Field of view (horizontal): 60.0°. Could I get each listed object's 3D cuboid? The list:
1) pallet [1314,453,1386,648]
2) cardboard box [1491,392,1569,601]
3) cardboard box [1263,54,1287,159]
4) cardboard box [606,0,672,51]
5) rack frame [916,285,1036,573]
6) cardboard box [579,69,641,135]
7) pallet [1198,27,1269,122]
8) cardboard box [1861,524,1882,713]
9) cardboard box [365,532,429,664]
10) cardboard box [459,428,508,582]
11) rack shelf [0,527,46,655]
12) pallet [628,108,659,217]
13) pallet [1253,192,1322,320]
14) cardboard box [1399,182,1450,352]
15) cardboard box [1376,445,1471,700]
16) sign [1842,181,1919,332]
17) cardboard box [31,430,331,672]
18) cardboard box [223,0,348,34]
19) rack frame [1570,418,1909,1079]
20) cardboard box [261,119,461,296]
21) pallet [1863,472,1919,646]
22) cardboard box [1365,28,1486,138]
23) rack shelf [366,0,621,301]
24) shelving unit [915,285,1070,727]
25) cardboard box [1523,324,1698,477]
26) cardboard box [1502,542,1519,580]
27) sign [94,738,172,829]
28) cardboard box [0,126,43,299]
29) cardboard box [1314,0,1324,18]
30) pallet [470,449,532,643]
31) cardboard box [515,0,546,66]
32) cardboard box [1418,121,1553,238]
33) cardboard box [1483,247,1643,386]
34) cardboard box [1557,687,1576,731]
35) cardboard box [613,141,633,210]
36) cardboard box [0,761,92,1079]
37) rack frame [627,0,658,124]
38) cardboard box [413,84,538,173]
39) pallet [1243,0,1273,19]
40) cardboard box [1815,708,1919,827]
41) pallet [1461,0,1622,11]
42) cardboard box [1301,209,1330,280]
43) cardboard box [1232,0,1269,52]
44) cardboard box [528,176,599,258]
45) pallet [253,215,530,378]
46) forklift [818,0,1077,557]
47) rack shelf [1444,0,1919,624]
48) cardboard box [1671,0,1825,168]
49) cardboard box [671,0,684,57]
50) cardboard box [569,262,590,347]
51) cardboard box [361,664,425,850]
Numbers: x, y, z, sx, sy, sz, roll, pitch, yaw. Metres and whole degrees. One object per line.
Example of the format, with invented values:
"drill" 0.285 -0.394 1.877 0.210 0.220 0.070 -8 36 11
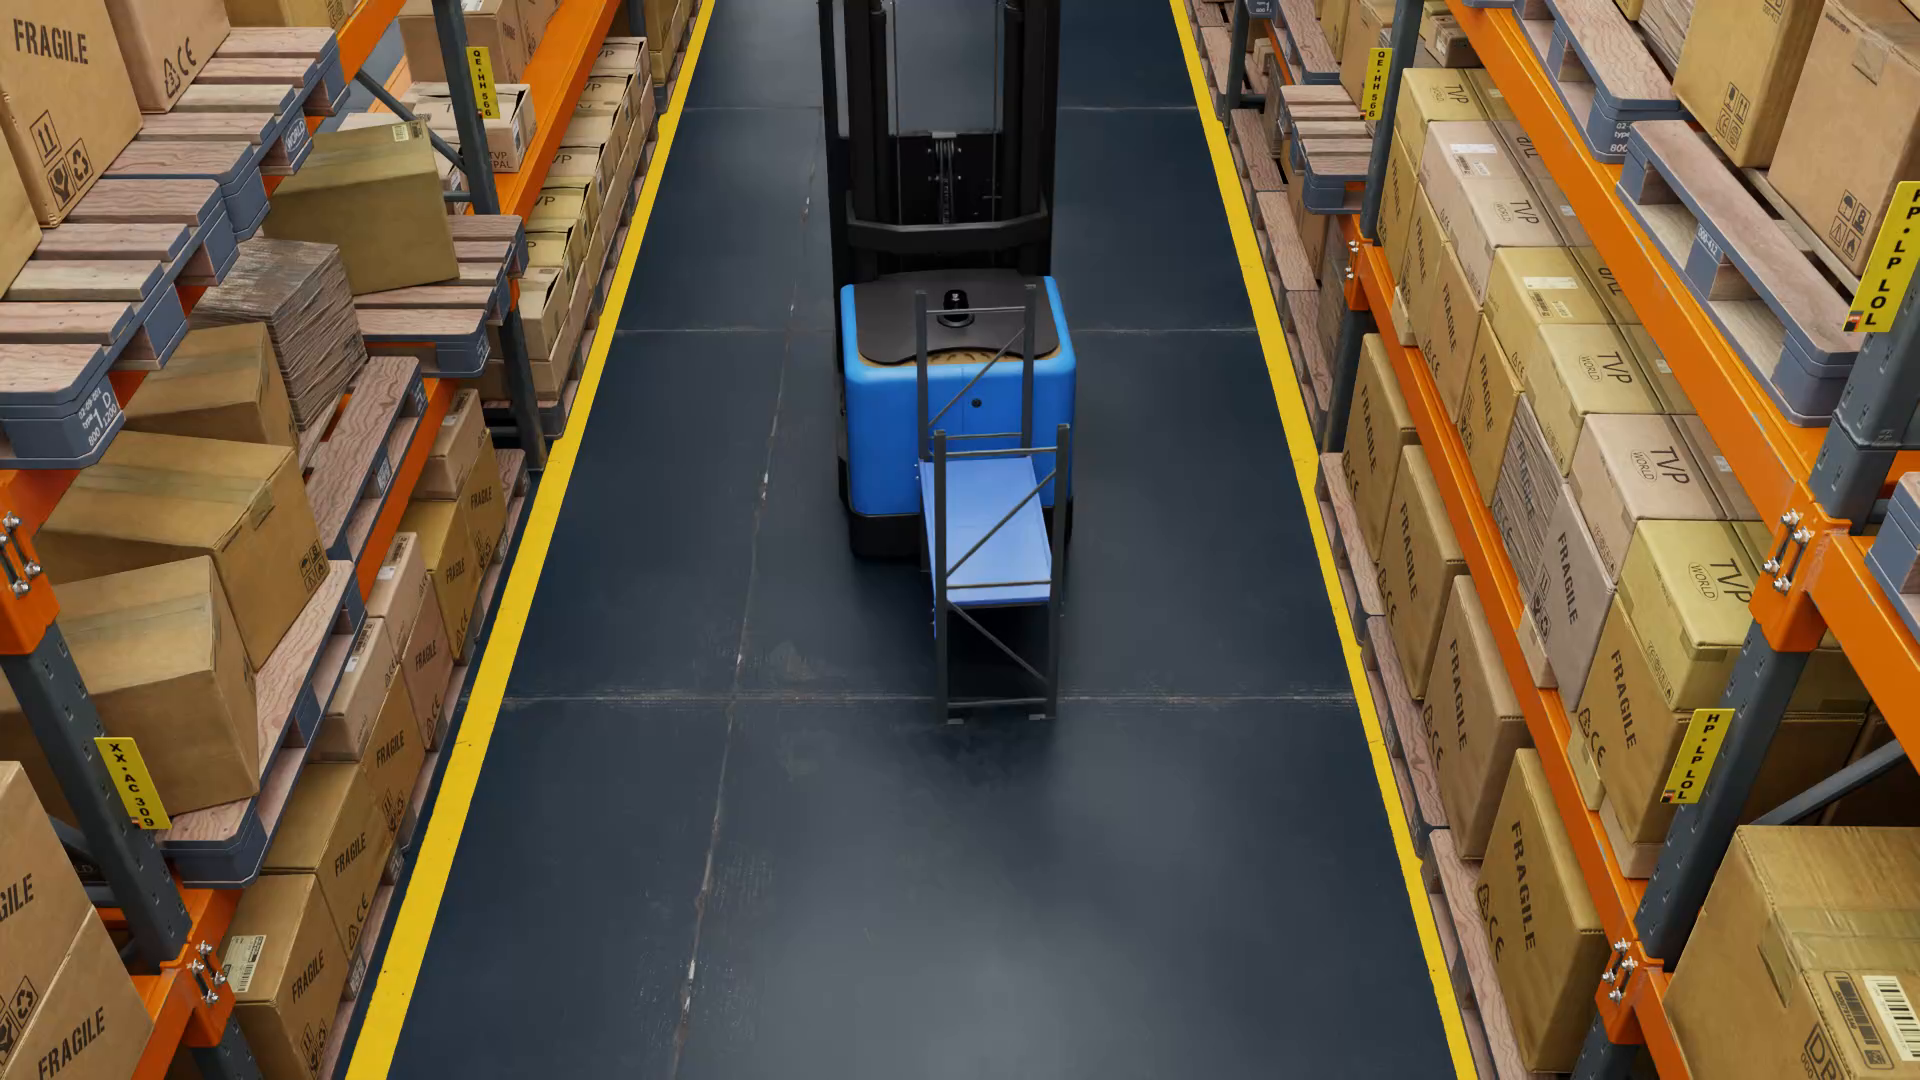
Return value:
"pallet" 2.270 0.026 7.794 1.003 0.211 1.213 0 39 0
"cardboard box" 2.094 -0.138 5.436 0.500 0.500 0.500 0 39 0
"cardboard box" 2.357 -2.793 10.729 0.700 0.500 0.500 1 39 1
"cardboard box" -2.301 -3.724 11.508 0.500 0.500 0.500 0 39 0
"rack frame" 0.066 -0.454 7.363 0.500 1.500 0.032 -3 39 -4
"cardboard box" -2.320 -2.782 10.483 0.500 0.311 0.500 1 39 1
"pallet" 2.304 -3.388 12.055 1.003 0.211 1.213 0 39 0
"cardboard box" 2.609 0.203 4.410 0.500 0.250 0.500 1 39 1
"cardboard box" -2.364 0.222 6.368 0.500 0.250 0.500 -1 39 -1
"cardboard box" -2.373 -0.161 7.445 0.500 0.500 0.500 1 39 2
"rack shelf" -2.602 1.313 2.135 1.077 0.370 4.000 0 39 0
"pallet" -2.574 -2.502 10.949 1.003 0.211 1.213 0 39 0
"pallet" 2.347 -1.717 9.969 1.003 0.211 1.213 0 39 0
"cardboard box" 2.080 -1.087 6.619 0.500 0.500 0.500 1 39 1
"cardboard box" 2.209 0.128 6.821 0.750 0.750 0.750 0 39 0
"sign" 1.807 -0.542 3.210 0.100 0.325 0.005 0 39 0
"cardboard box" -2.446 0.023 5.153 0.700 0.500 0.500 6 39 7
"cardboard box" -2.574 -1.842 5.417 0.910 0.500 0.500 0 39 0
"rack frame" 2.349 0.946 4.416 1.000 3.000 0.127 0 39 0
"cardboard box" -2.496 -1.358 6.876 0.700 0.500 0.500 -12 40 -15
"pallet" 2.340 0.322 2.867 1.003 0.211 1.213 0 39 0
"cardboard box" 2.334 -2.060 7.735 0.700 0.500 0.500 -4 39 -5
"rack shelf" -2.611 -2.519 9.316 1.077 0.370 4.000 0 39 0
"shelving unit" 0.110 -0.138 6.968 0.538 1.500 1.048 -3 39 -4
"cardboard box" 2.101 -0.440 5.212 0.500 0.250 0.500 1 39 1
"cardboard box" 2.108 0.031 5.743 0.380 0.149 0.250 -1 39 -1
"sign" -2.062 0.609 4.144 0.100 0.325 0.005 0 39 0
"cardboard box" -2.531 -0.775 3.670 0.600 0.600 0.600 -3 39 -4
"cardboard box" 2.332 -3.188 9.143 0.700 0.500 0.500 5 39 6
"pallet" -2.646 0.006 7.819 1.003 0.211 1.213 0 39 0
"cardboard box" -2.628 -2.967 9.219 0.500 0.500 0.500 0 39 0
"cardboard box" 2.089 -1.390 6.399 0.500 0.250 0.500 -1 39 -1
"cardboard box" 2.100 -0.759 5.610 0.500 0.250 0.500 -1 39 -1
"cardboard box" 2.087 0.506 5.151 0.380 0.149 0.250 1 39 1
"cardboard box" -2.324 -2.246 10.263 0.500 0.250 0.500 1 39 1
"cardboard box" -2.345 0.839 3.670 0.500 0.500 0.500 0 39 0
"rack frame" -2.614 -4.051 10.651 1.000 3.000 0.127 0 39 0
"cardboard box" -2.416 -2.074 8.256 0.500 0.311 0.500 0 39 -1
"pallet" 2.195 -3.504 10.122 1.003 0.211 1.213 0 39 0
"cardboard box" 2.601 0.495 4.645 0.500 0.500 0.500 -1 39 -2
"pallet" 2.398 -2.249 6.156 1.213 0.211 1.003 2 39 2
"cardboard box" 2.378 -1.835 9.533 0.700 0.500 0.500 0 39 0
"cardboard box" 2.299 -3.902 12.113 0.500 0.500 0.500 -3 39 -3
"cardboard box" -2.323 -1.834 9.300 0.500 0.311 0.500 -1 39 -1
"pallet" -2.538 -1.051 7.061 1.213 0.211 1.003 0 39 0
"forklift" -0.114 -1.973 8.114 1.130 2.935 3.031 -3 39 -4
"rack shelf" 2.347 -1.194 5.264 1.077 0.370 4.000 0 39 0
"cardboard box" 2.393 -1.333 4.430 0.700 0.500 0.500 -1 39 -1
"cardboard box" -2.307 -3.744 12.132 0.500 0.250 0.500 0 39 0
"cardboard box" -2.318 -1.282 9.060 0.500 0.250 0.500 -1 39 -1
"cardboard box" -2.366 0.807 6.237 0.500 0.500 0.500 0 39 0
